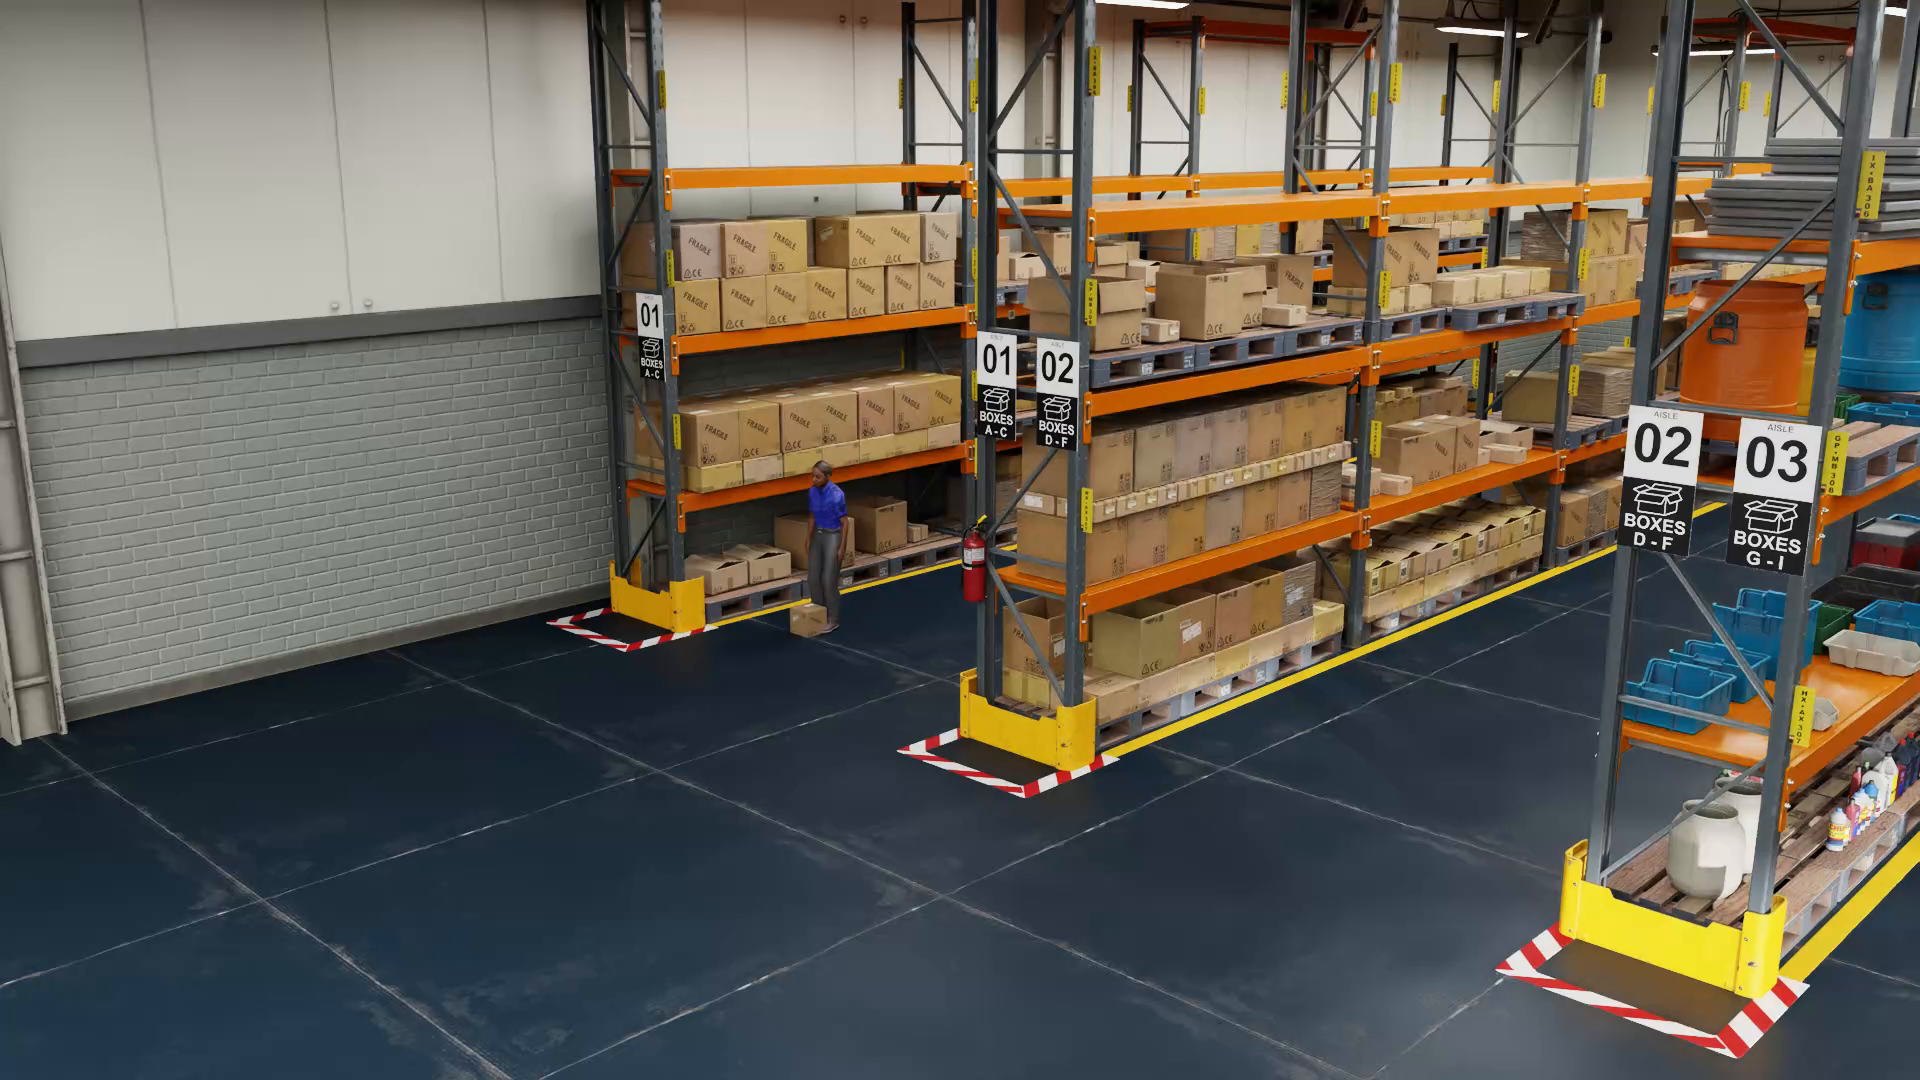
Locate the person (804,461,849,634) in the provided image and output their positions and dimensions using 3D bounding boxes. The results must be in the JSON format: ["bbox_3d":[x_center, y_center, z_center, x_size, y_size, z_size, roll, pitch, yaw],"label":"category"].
[{"bbox_3d":[-1.303,0.045,15.828,0.530,1.654,0.403,12,18,39],"label":"person"}]
